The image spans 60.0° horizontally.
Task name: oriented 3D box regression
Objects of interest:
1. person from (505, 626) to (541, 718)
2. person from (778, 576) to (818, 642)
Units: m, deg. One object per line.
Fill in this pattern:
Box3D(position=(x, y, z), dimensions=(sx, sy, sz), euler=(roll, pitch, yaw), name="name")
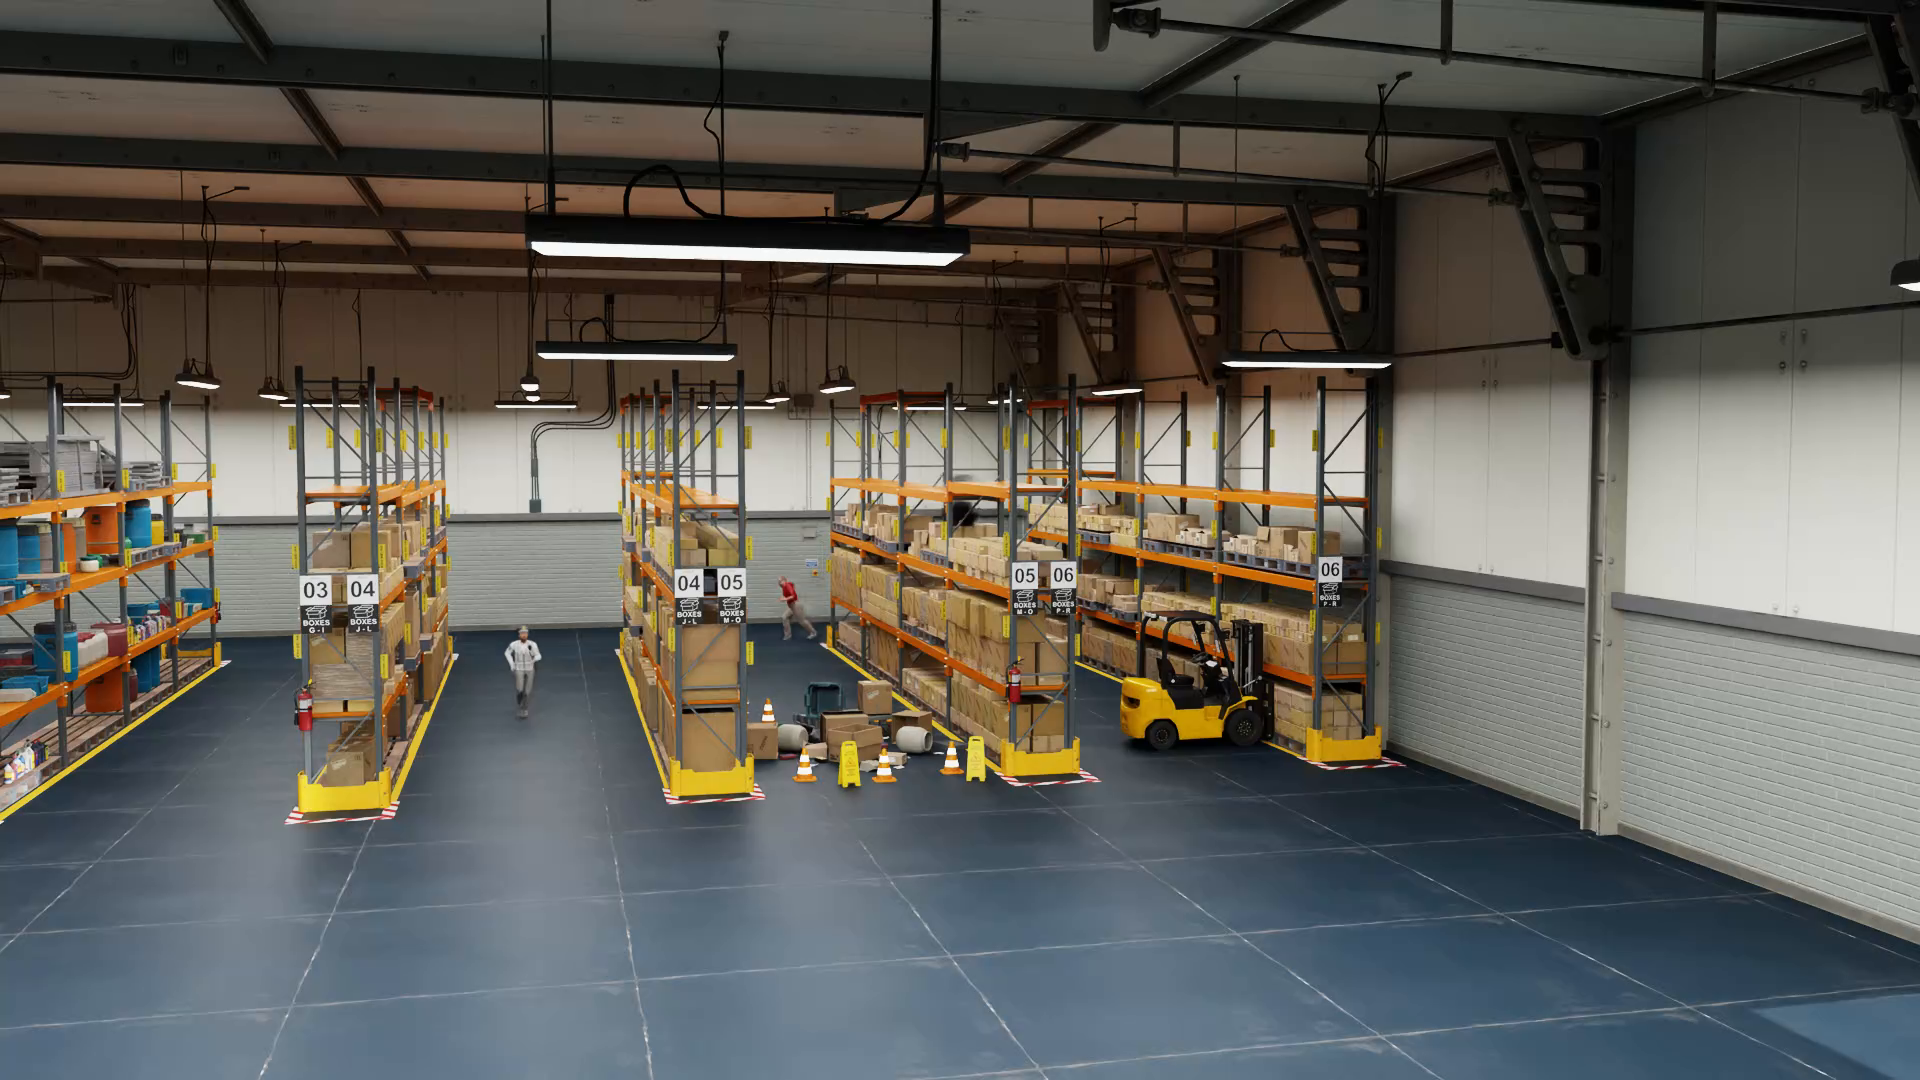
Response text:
Box3D(position=(-7.878, 2.379, 29.967), dimensions=(0.602, 1.673, 0.632), euler=(-1, 4, -16), name="person")
Box3D(position=(-4.077, 1.744, 41.582), dimensions=(1.005, 1.695, 0.712), euler=(-1, 4, -14), name="person")
